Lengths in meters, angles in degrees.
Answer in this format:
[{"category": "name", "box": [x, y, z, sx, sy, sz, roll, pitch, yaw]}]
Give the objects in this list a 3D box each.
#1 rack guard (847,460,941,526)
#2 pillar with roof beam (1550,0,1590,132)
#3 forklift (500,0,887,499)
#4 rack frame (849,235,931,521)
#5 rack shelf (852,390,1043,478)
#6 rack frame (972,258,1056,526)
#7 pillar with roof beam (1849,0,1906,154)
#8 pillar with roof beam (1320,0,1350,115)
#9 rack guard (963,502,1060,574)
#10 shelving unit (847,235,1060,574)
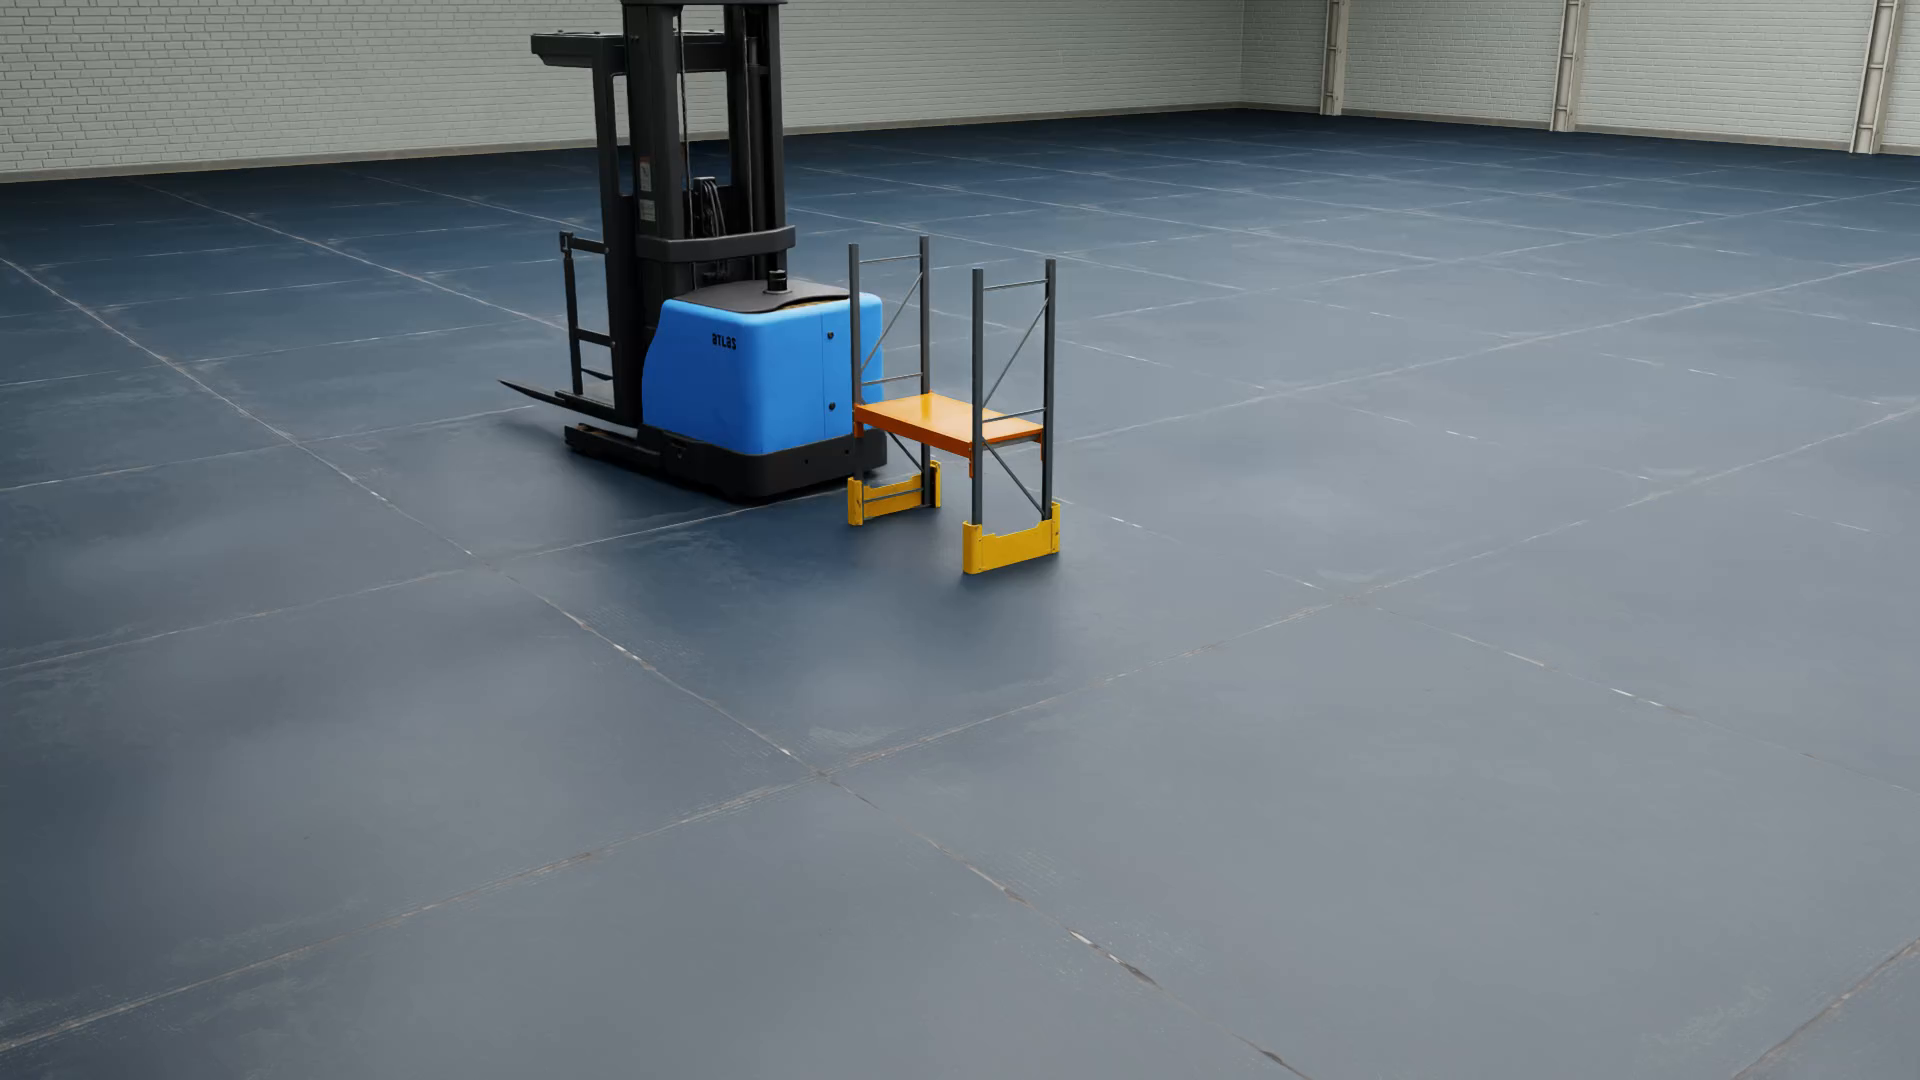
[{"category": "rack guard", "box": [-0.357, -0.260, 9.112, 0.587, 0.250, 0.087, -14, 23, -36]}, {"category": "pillar with roof beam", "box": [8.902, -11.765, 29.937, 9.100, 9.000, 0.400, -14, 23, -36]}, {"category": "forklift", "box": [-1.826, -2.001, 10.104, 1.130, 2.935, 3.031, -17, 25, -42]}, {"category": "rack frame", "box": [-0.369, -0.858, 8.929, 0.500, 1.500, 0.032, -14, 23, -36]}, {"category": "rack shelf", "box": [-0.053, -0.562, 8.608, 0.538, 0.185, 1.000, -14, 23, -36]}, {"category": "rack frame", "box": [0.263, -0.608, 8.173, 0.500, 1.500, 0.032, -14, 23, -36]}, {"category": "pillar with roof beam", "box": [12.628, -10.286, 25.472, 9.100, 9.000, 0.400, -14, 23, -36]}, {"category": "pillar with roof beam", "box": [5.177, -13.243, 34.402, 9.100, 9.000, 0.400, -14, 23, -36]}, {"category": "rack guard", "box": [0.262, -0.015, 8.370, 0.587, 0.250, 0.087, -14, 23, -36]}, {"category": "shelving unit", "box": [-0.047, -0.731, 8.544, 0.587, 1.500, 1.083, -14, 23, -36]}]
